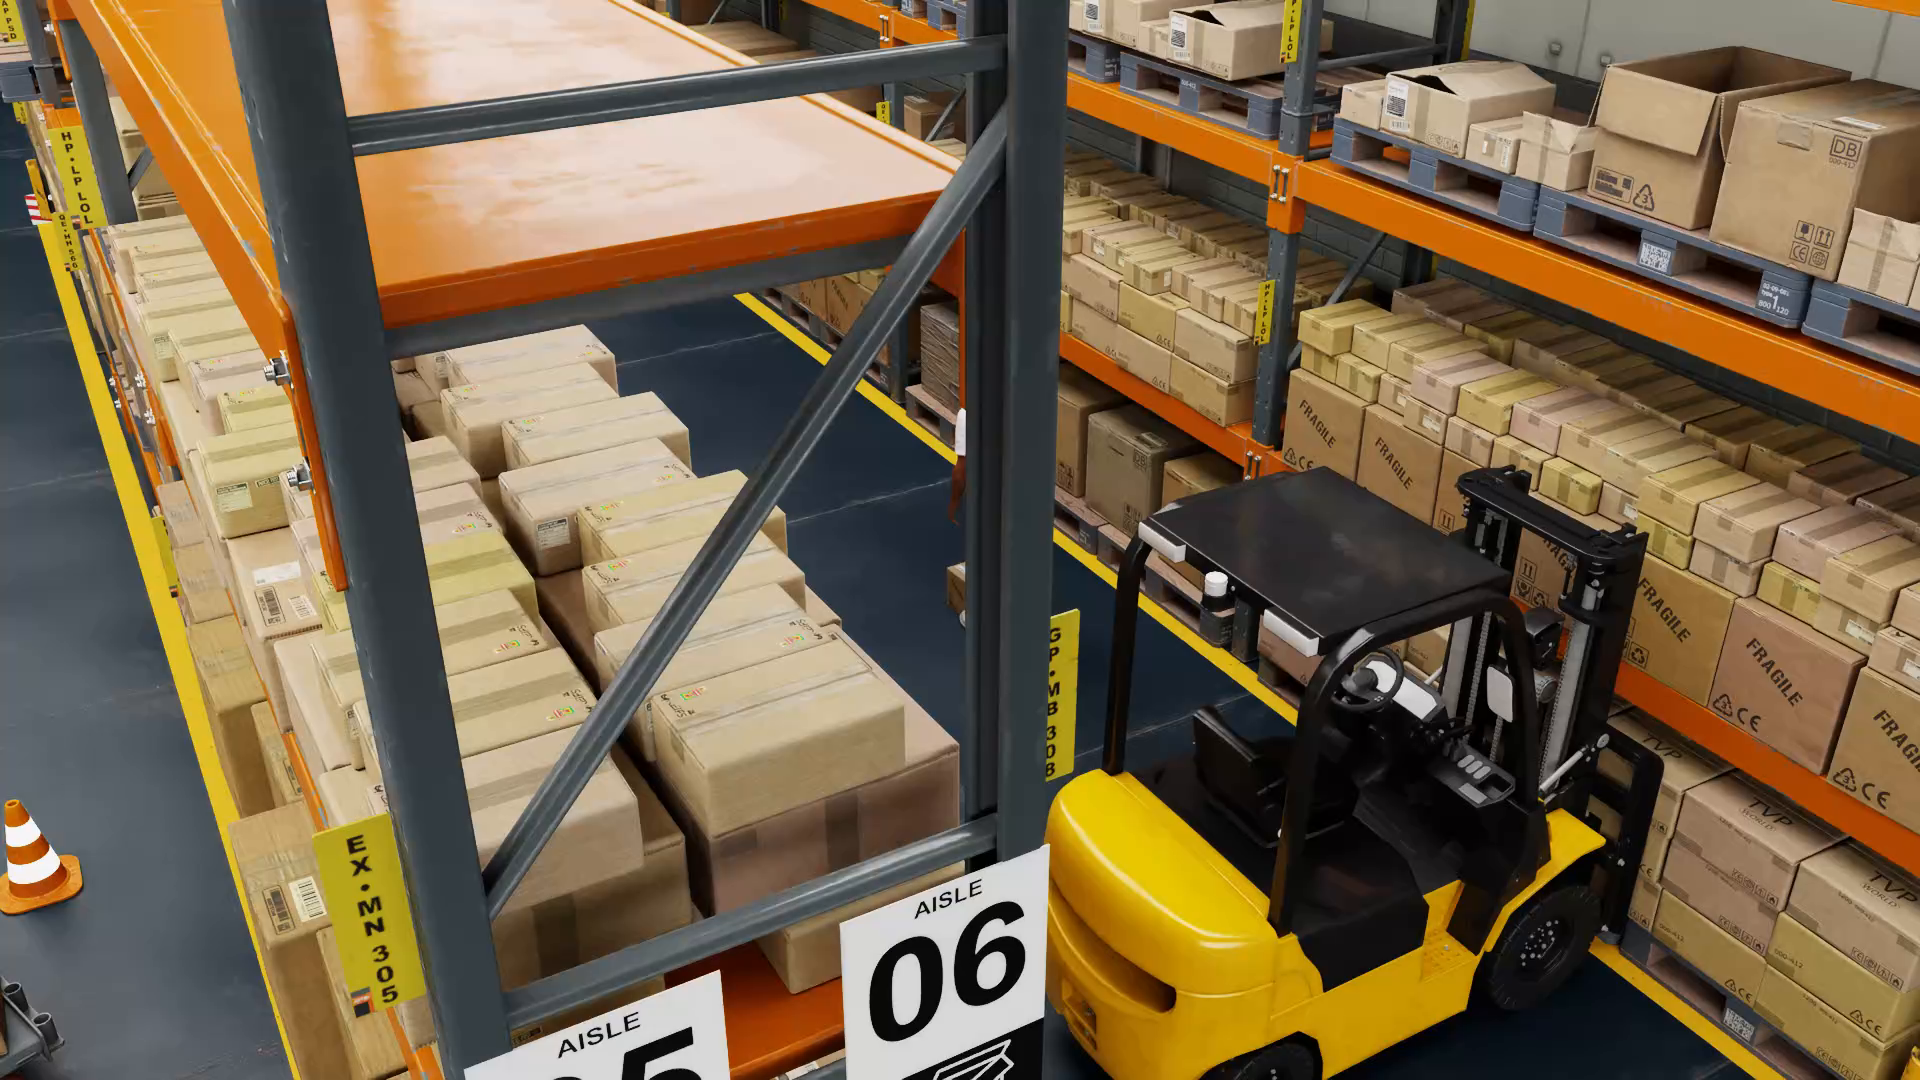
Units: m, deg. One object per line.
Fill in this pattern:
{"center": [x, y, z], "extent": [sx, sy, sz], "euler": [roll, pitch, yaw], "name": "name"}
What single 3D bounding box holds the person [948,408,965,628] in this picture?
{"center": [0.217, -0.286, 9.064], "extent": [0.635, 1.761, 0.461], "euler": [-17, 33, -28], "name": "person"}
